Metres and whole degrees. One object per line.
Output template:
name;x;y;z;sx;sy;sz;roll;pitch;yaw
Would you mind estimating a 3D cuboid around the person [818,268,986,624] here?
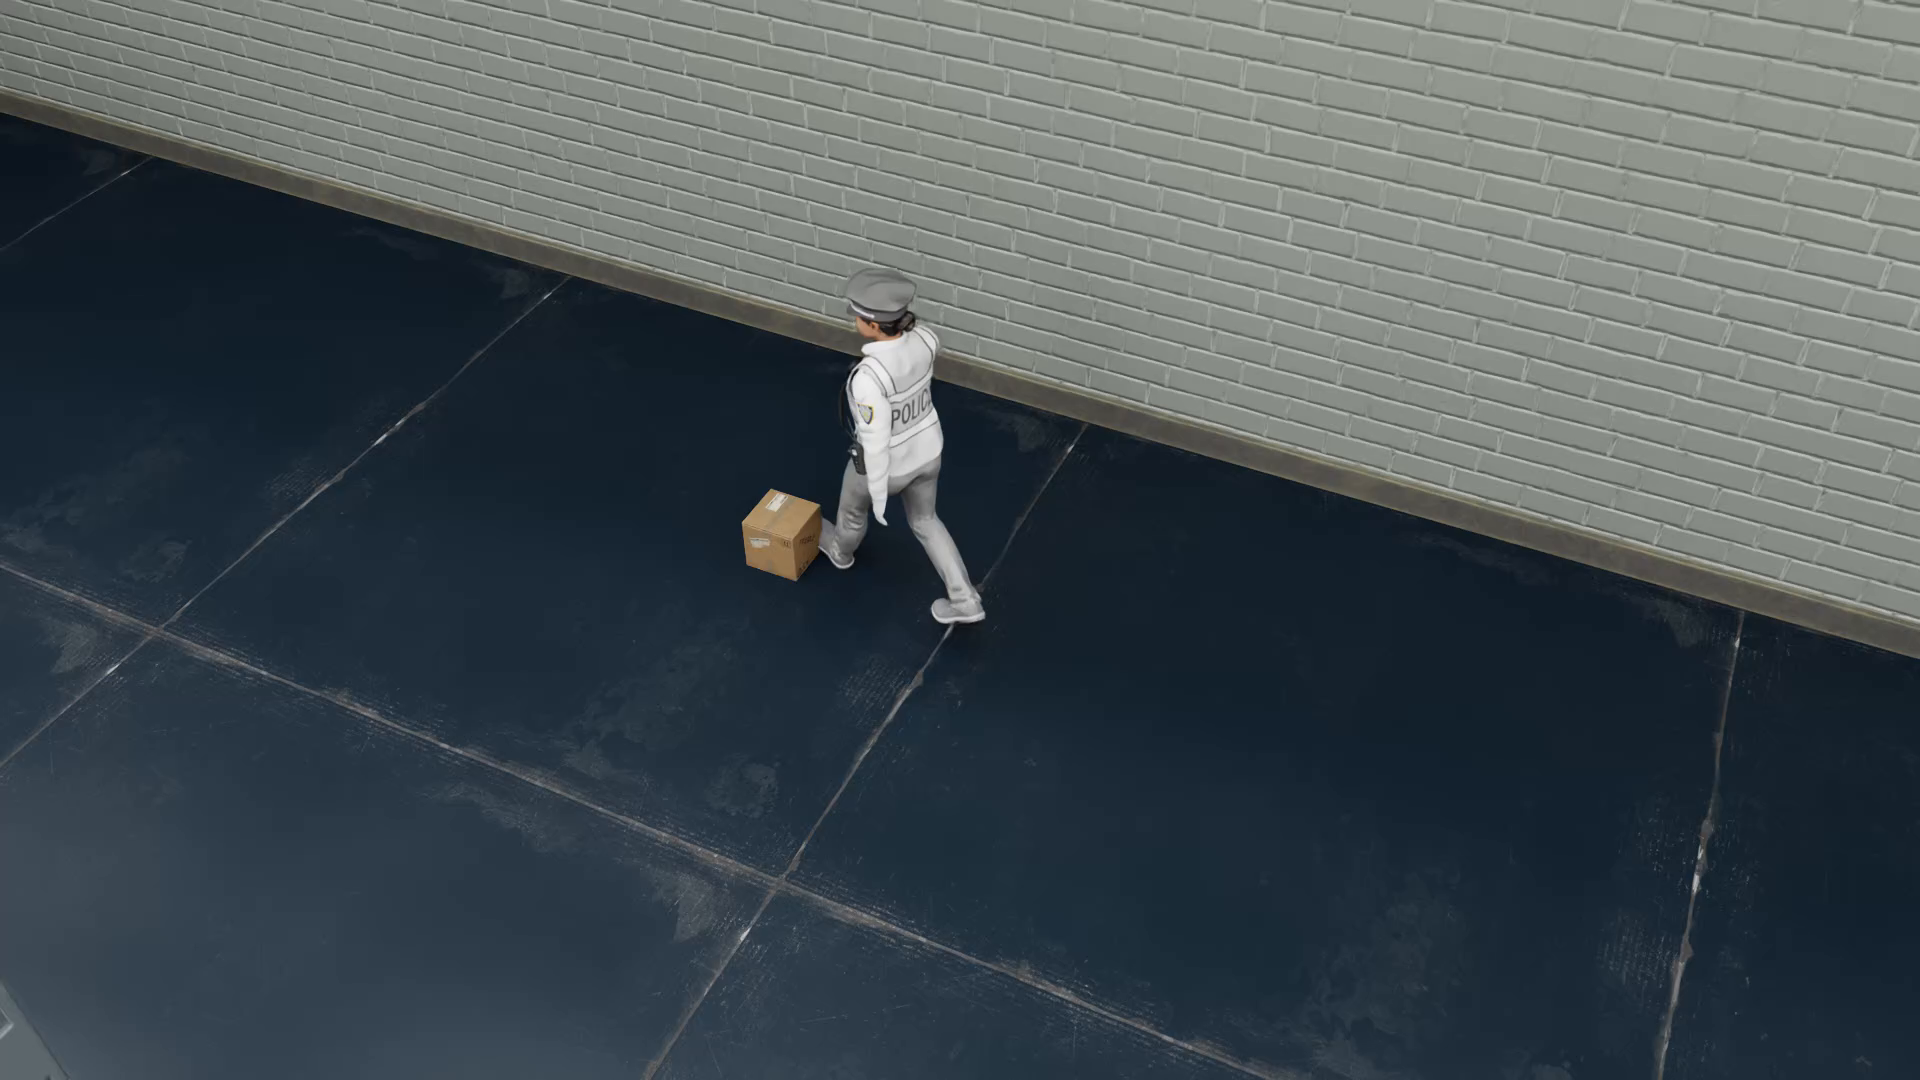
person;-0.296;-0.364;6.602;0.446;1.597;1.025;-32;51;-30
